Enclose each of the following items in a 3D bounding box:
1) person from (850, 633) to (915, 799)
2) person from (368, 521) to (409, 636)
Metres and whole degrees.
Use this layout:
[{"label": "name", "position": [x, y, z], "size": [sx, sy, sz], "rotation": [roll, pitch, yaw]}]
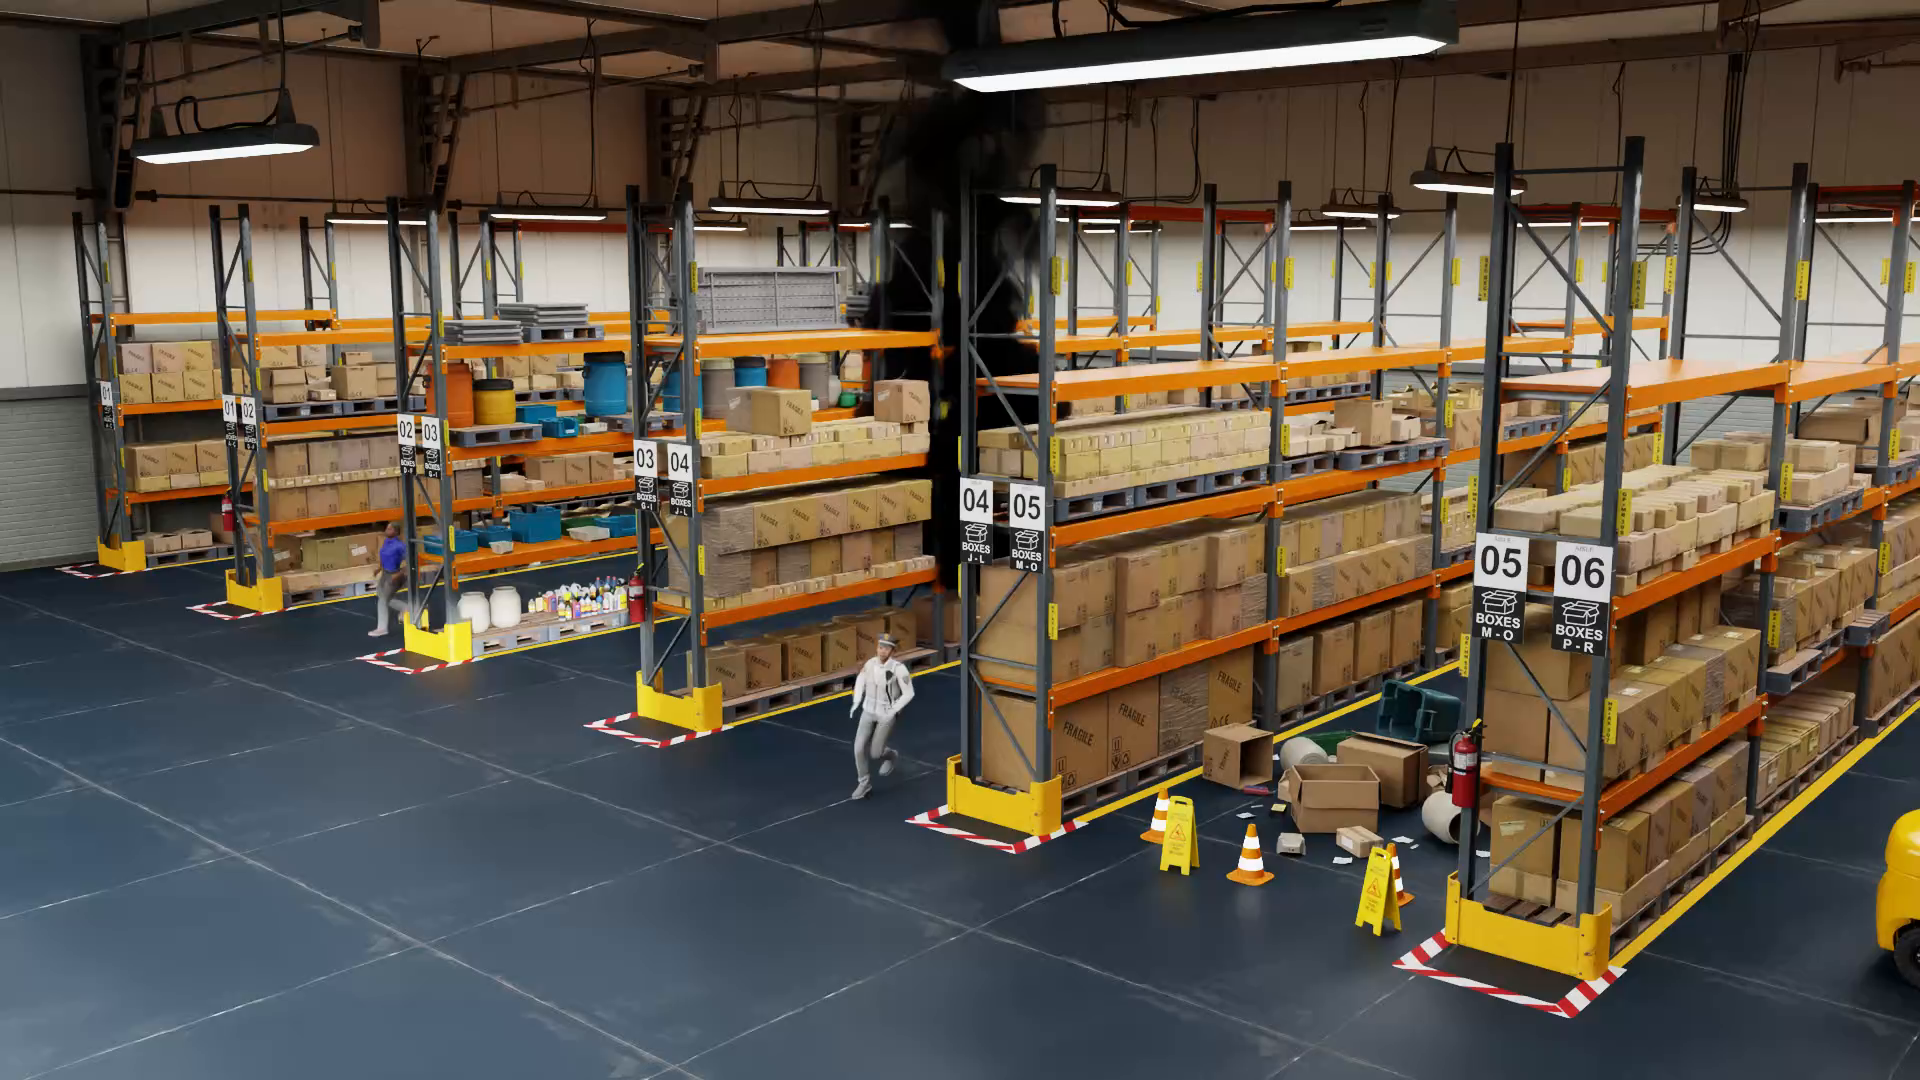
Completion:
[{"label": "person", "position": [-0.770, 1.696, 16.284], "size": [0.613, 1.662, 0.603], "rotation": [5, 11, 27]}, {"label": "person", "position": [-7.925, 0.533, 23.299], "size": [0.617, 1.600, 0.706], "rotation": [7, 12, 36]}]
